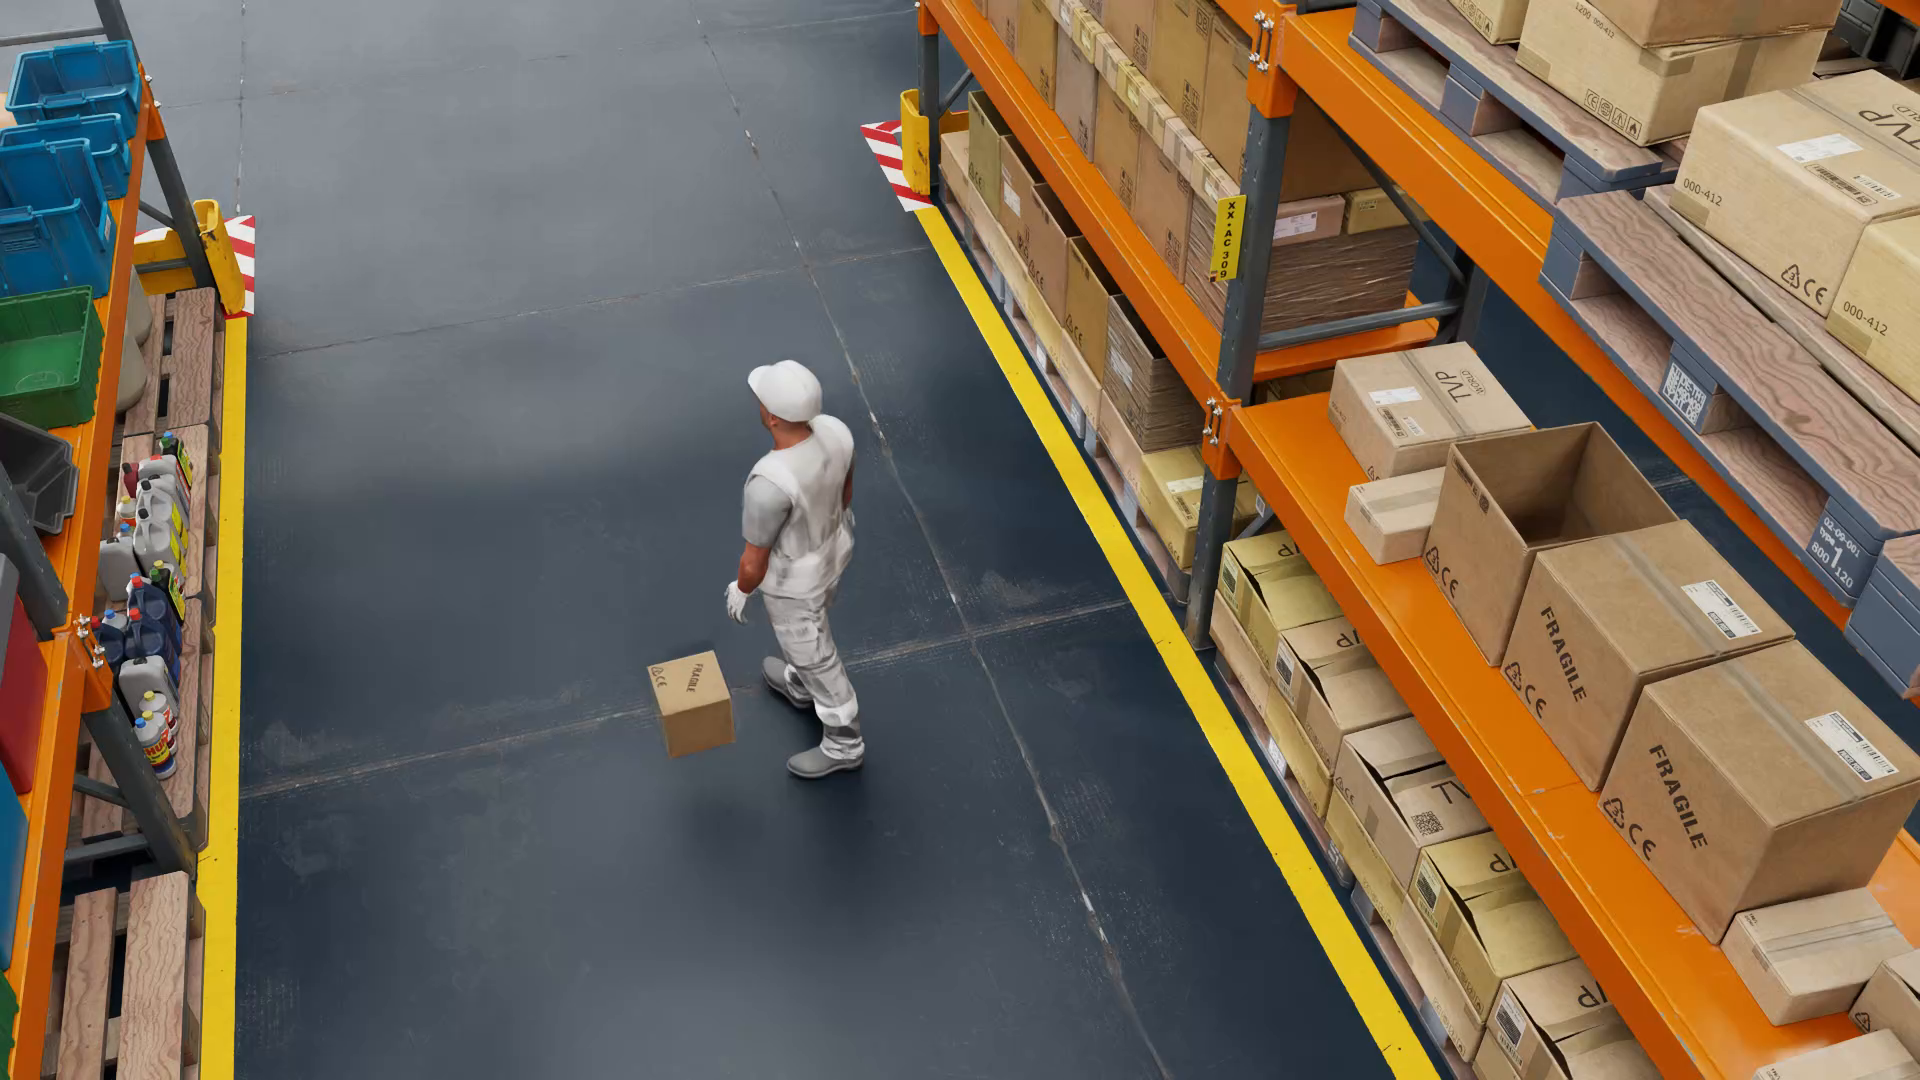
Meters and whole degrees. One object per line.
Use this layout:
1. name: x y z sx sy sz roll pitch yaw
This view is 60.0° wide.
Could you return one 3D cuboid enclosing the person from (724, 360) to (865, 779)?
1. person: -0.599 0.056 6.072 0.635 1.792 0.673 20 46 21
